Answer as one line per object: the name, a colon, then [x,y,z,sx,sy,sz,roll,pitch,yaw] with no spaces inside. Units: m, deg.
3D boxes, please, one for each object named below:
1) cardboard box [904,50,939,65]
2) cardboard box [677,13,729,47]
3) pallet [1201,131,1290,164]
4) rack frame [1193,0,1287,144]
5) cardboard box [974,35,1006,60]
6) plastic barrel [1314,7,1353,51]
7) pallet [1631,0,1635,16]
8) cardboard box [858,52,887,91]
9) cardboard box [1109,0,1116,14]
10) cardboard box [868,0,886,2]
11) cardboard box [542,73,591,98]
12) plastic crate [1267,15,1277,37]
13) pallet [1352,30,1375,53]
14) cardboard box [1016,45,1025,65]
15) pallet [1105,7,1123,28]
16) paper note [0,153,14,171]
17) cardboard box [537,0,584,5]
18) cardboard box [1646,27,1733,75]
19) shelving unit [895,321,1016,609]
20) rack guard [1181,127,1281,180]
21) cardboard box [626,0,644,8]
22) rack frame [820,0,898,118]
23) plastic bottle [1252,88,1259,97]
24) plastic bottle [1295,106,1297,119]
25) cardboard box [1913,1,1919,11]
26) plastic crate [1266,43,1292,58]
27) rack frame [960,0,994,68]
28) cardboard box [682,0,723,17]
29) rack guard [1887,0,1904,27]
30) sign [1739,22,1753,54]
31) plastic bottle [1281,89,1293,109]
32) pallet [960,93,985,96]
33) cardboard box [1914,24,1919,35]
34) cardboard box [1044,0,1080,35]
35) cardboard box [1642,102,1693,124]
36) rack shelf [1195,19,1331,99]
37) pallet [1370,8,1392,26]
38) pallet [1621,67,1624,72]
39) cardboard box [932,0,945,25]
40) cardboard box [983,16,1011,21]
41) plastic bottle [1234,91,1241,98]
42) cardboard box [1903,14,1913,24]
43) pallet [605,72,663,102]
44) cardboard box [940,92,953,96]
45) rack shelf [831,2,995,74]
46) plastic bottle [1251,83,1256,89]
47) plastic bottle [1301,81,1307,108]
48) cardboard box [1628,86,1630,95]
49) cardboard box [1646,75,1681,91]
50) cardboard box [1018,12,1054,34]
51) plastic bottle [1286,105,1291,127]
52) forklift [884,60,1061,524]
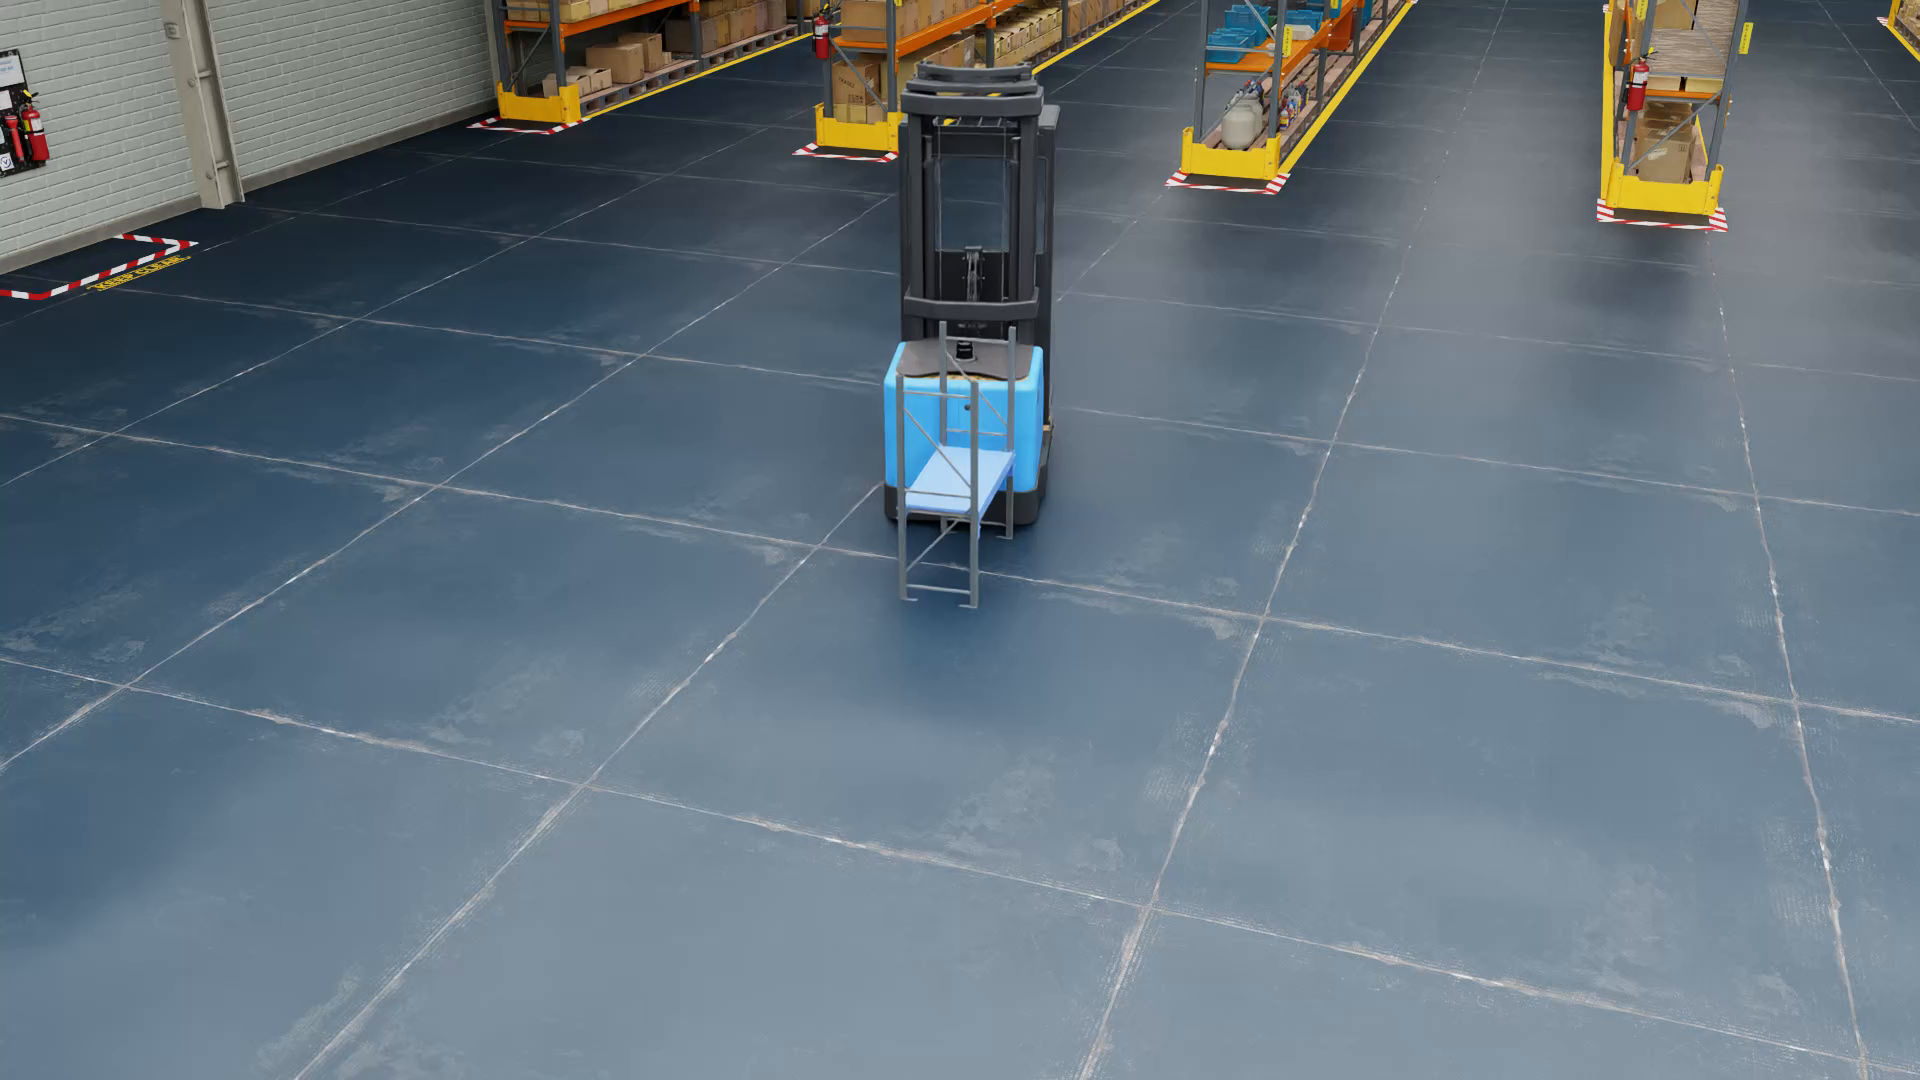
cardboard box: [-0.601,-6.478,23.001,0.500,0.500,0.500,9,27,17]
cardboard box: [-4.296,-8.546,27.822,0.700,0.500,0.500,8,27,16]
pallet: [3.618,-4.984,21.302,1.003,0.211,1.213,9,27,17]
rack frame: [3.362,-5.868,19.928,1.000,3.000,0.127,9,27,17]
cardboard box: [0.395,-7.569,25.471,0.500,0.311,0.500,9,27,18]
plastic barrel: [6.171,-8.571,27.520,0.600,0.830,0.708,9,27,17]
pallet: [10.075,-7.532,23.584,1.003,0.211,1.213,9,27,17]
cardboard box: [-1.091,-6.554,23.156,0.500,0.500,0.500,9,27,17]
cardboard box: [2.619,-10.146,31.127,0.500,0.500,0.500,9,27,18]
cardboard box: [-0.974,-7.055,21.520,0.380,0.149,0.250,9,27,17]
cardboard box: [-5.666,-6.564,23.945,0.500,0.311,0.500,6,26,12]
plastic crate: [3.975,-6.900,22.301,0.450,0.188,0.662,9,27,17]
pallet: [6.655,-8.730,29.039,1.003,0.211,1.213,9,27,17]
cardboard box: [0.732,-7.736,26.459,0.500,0.250,0.500,8,27,16]
pallet: [2.450,-9.924,31.506,1.003,0.211,1.213,9,27,17]
paper note: [-9.542,-3.783,16.632,0.016,0.148,0.142,9,27,17]
cardboard box: [-5.538,-7.736,23.075,0.500,0.500,0.500,9,27,18]
cardboard box: [8.241,-5.551,18.816,0.875,0.500,0.500,9,27,17]
shelving unit: [-0.012,-0.490,10.541,0.538,1.500,1.048,6,27,13]
rack guard: [3.343,-4.781,20.551,1.175,0.500,0.348,9,27,17]
cardboard box: [-5.014,-8.032,24.546,0.500,0.250,0.500,9,27,18]
rack frame: [-1.308,-6.588,21.415,1.000,3.000,0.127,9,27,17]
plastic bottle: [4.099,-6.133,23.101,0.097,0.271,0.097,0,26,0]
plastic bottle: [4.508,-5.814,22.522,0.097,0.201,0.097,0,26,0]
cardboard box: [17.086,-9.428,29.387,0.380,0.149,0.250,9,27,18]
plastic crate: [3.963,-6.071,20.648,0.298,0.136,0.250,9,27,17]
rack frame: [0.023,-8.232,24.810,1.000,3.000,0.127,9,27,17]
cardboard box: [-4.277,-8.845,27.580,0.500,0.250,0.500,8,27,16]
rack guard: [17.975,-9.808,30.933,1.175,0.500,0.348,9,27,17]
sign: [8.544,-5.461,18.093,0.100,0.325,0.005,9,27,17]
plastic bottle: [4.538,-6.110,23.048,0.152,0.276,0.135,9,27,17]
pallet: [-0.281,-6.656,24.755,1.003,0.211,1.213,9,27,17]
cardboard box: [16.823,-8.862,28.901,0.380,0.149,0.250,9,27,17]
cardboard box: [1.775,-9.094,28.954,0.500,0.500,0.500,10,28,20]
cardboard box: [8.877,-5.196,20.926,0.500,0.500,0.500,6,27,13]
rack shelf: [4.027,-6.366,21.782,1.077,0.370,4.000,9,27,17]
pallet: [7.563,-9.852,31.356,1.003,0.211,1.213,9,27,17]
pallet: [11.028,-7.495,26.489,1.003,0.211,1.213,9,27,17]
cardboard box: [-0.628,-7.460,23.100,0.700,0.500,0.500,10,27,19]
cardboard box: [0.564,-8.480,27.353,0.500,0.311,0.500,8,27,16]
plastic bottle: [3.767,-5.917,22.565,0.144,0.351,0.185,10,28,20]
cardboard box: [17.250,-9.390,29.990,0.380,0.149,0.250,9,27,18]
pallet: [-5.244,-6.909,25.278,1.003,0.211,1.213,9,27,17]
cardboard box: [-0.419,-6.344,23.583,0.500,0.250,0.500,9,27,17]
rack shelf: [-0.642,-7.086,23.269,1.077,0.370,4.000,9,27,17]
plastic bottle: [4.092,-6.280,23.399,0.152,0.276,0.135,10,27,19]
plastic bottle: [4.750,-6.211,23.171,0.144,0.351,0.185,8,27,16]
cardboard box: [9.950,-6.539,23.677,0.700,0.500,0.500,6,27,13]
cardboard box: [7.933,-5.184,18.803,0.380,0.149,0.250,9,27,17]
cardboard box: [1.245,-8.614,27.629,0.500,0.311,0.500,8,27,17]
plastic bottle: [4.352,-5.634,22.056,0.061,0.283,0.133,9,27,18]
forklift: [0.141,-2.034,12.088,1.130,2.935,3.031,2,26,5]
